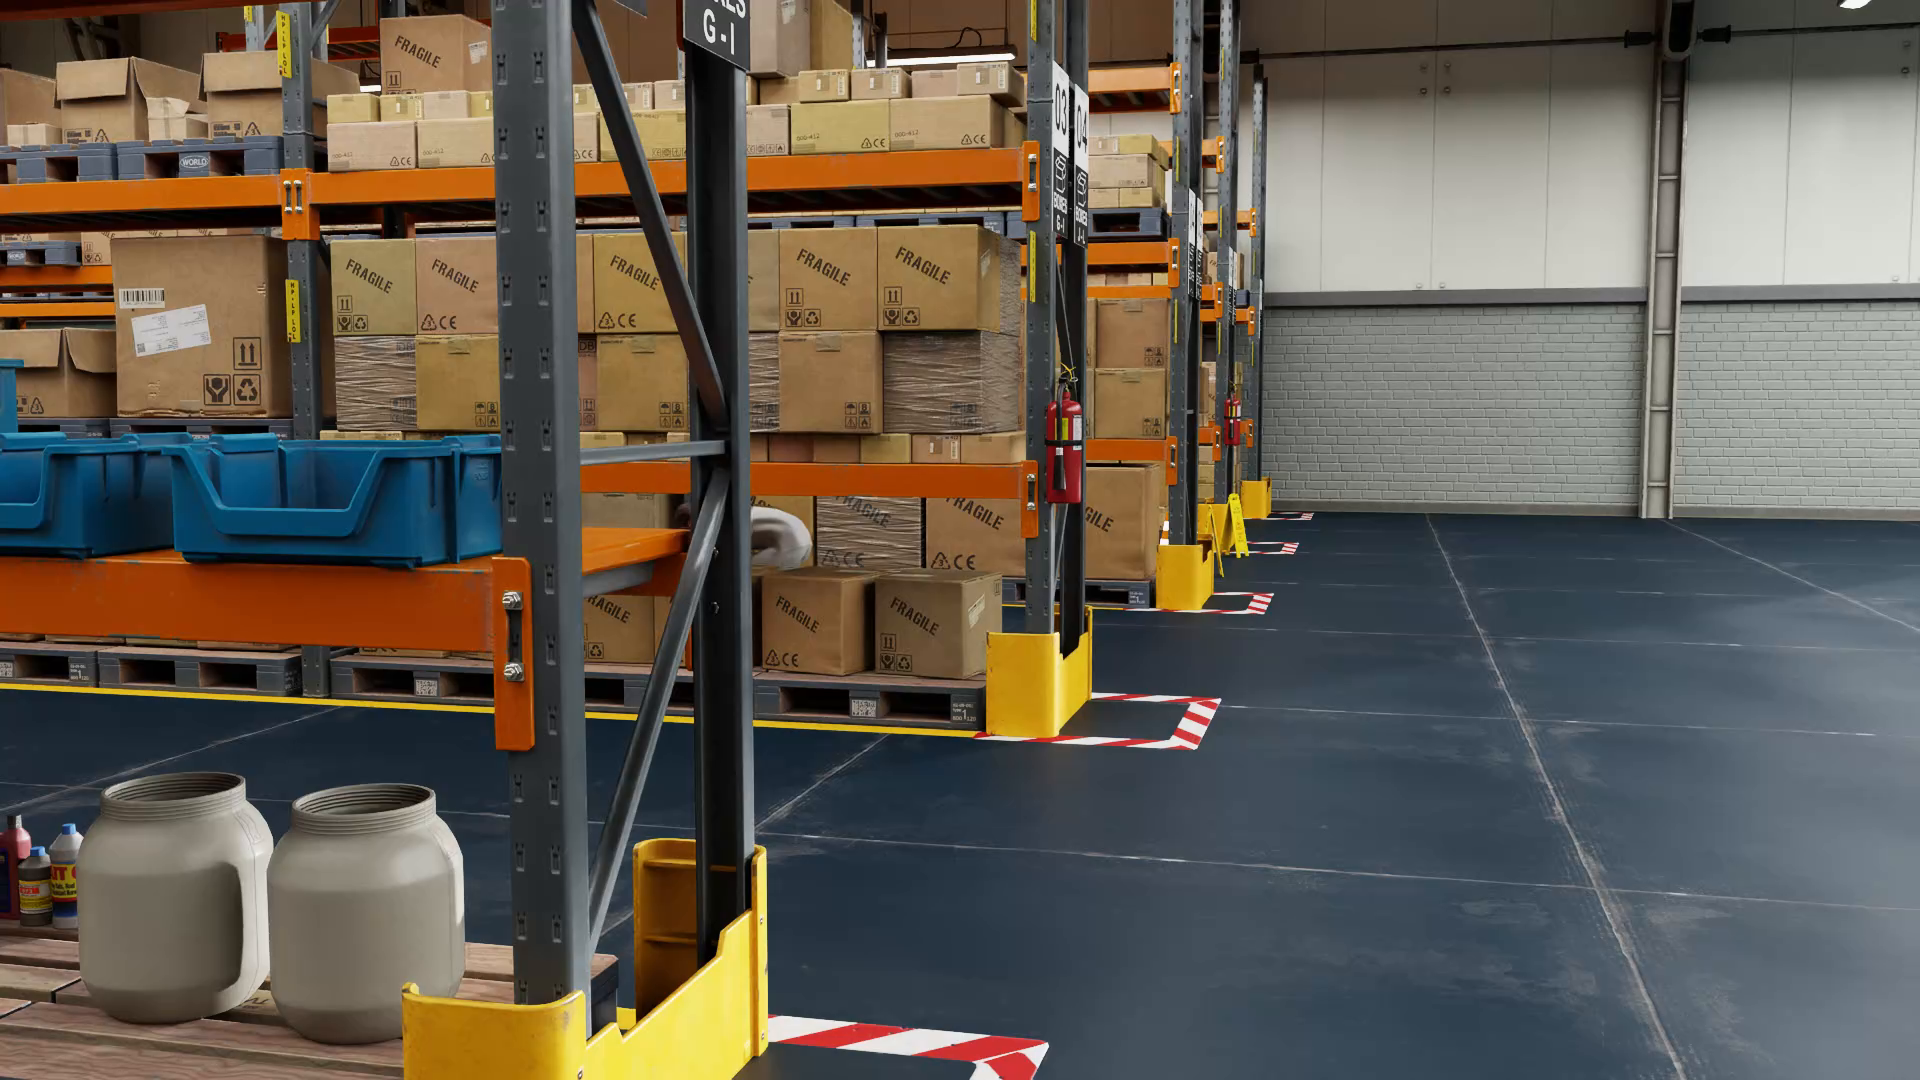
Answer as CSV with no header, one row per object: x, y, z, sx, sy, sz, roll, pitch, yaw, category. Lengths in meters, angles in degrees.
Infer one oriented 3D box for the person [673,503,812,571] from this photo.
-1.348,0.246,10.269,0.867,1.009,0.471,1,5,10,person
